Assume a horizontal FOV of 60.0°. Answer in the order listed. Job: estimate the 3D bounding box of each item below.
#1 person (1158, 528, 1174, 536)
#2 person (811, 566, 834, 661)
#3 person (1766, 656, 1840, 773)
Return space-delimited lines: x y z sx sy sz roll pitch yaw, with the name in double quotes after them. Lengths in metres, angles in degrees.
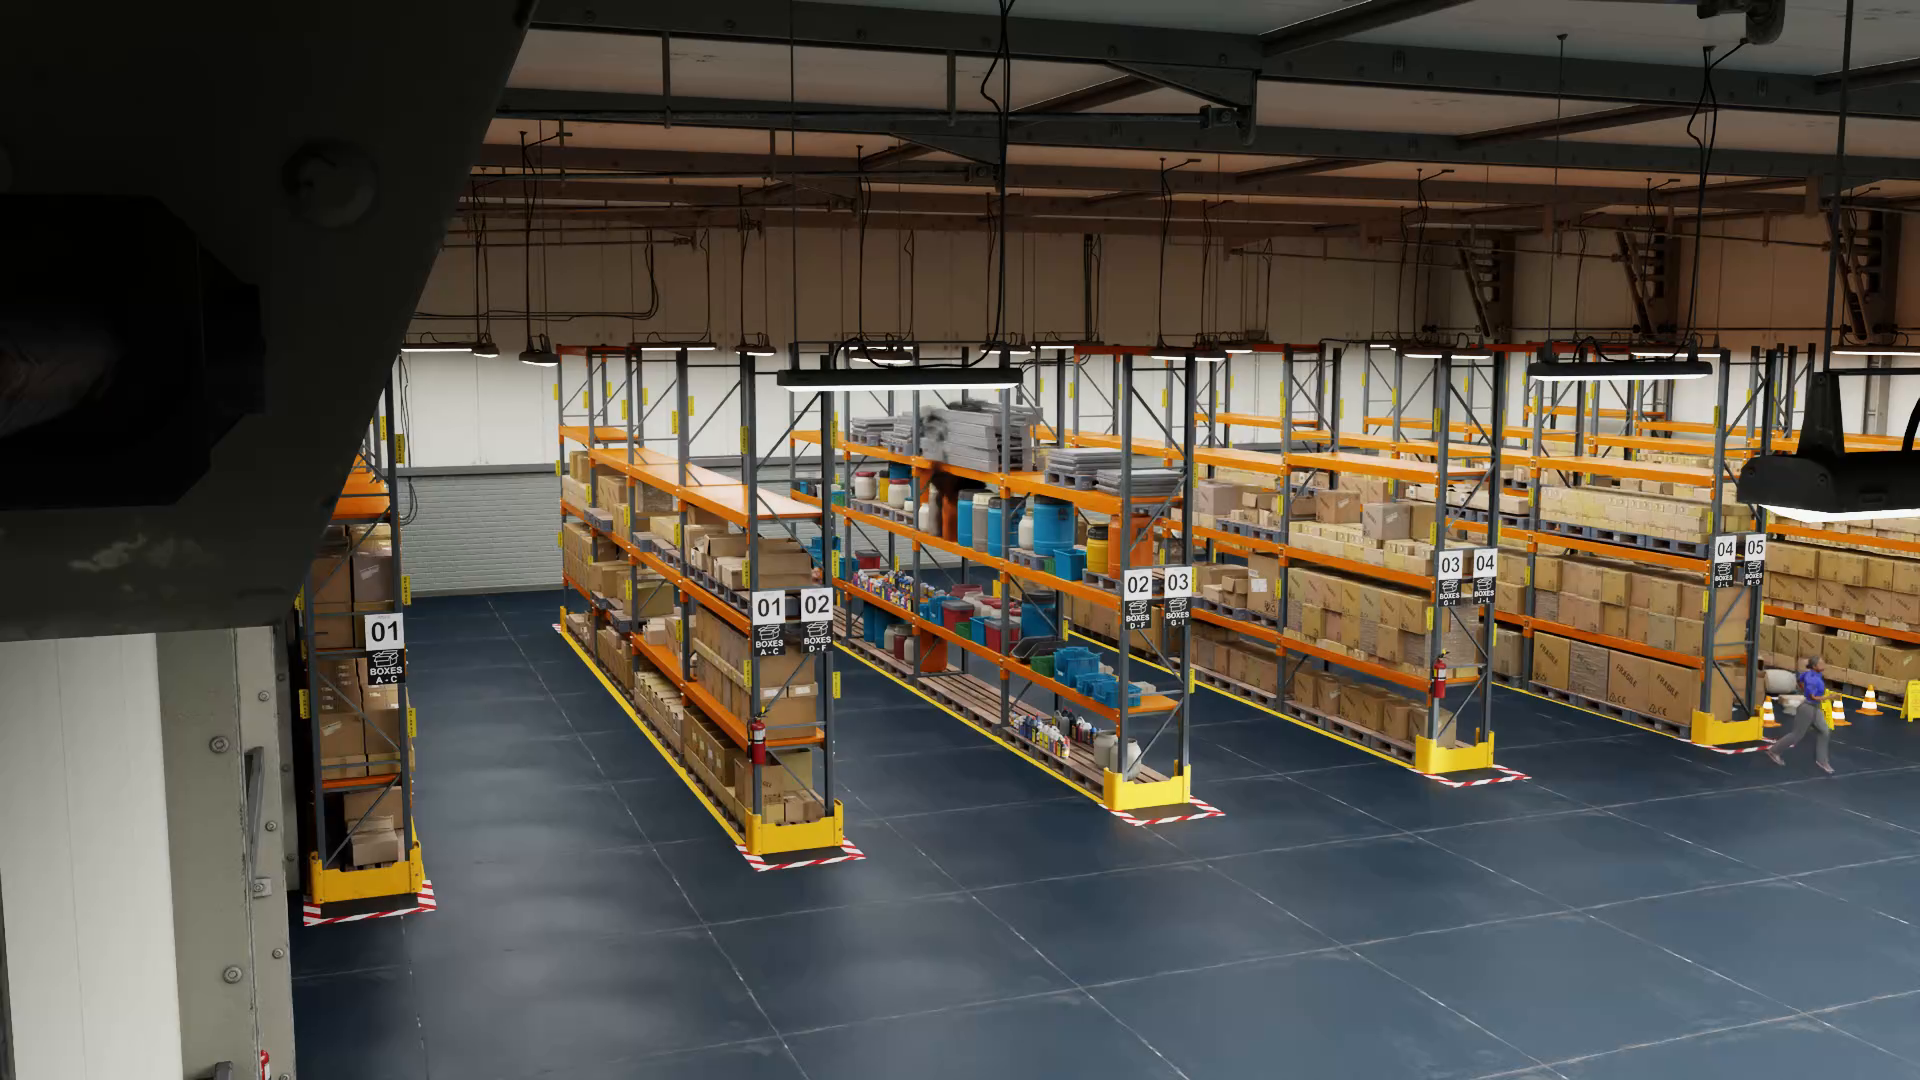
4.990 0.227 41.429 0.736 1.754 0.797 -1 7 -4 "person"
-2.627 1.386 30.153 0.694 1.864 0.797 -3 8 -19 "person"
12.142 2.489 23.905 0.896 1.700 0.586 5 9 35 "person"
